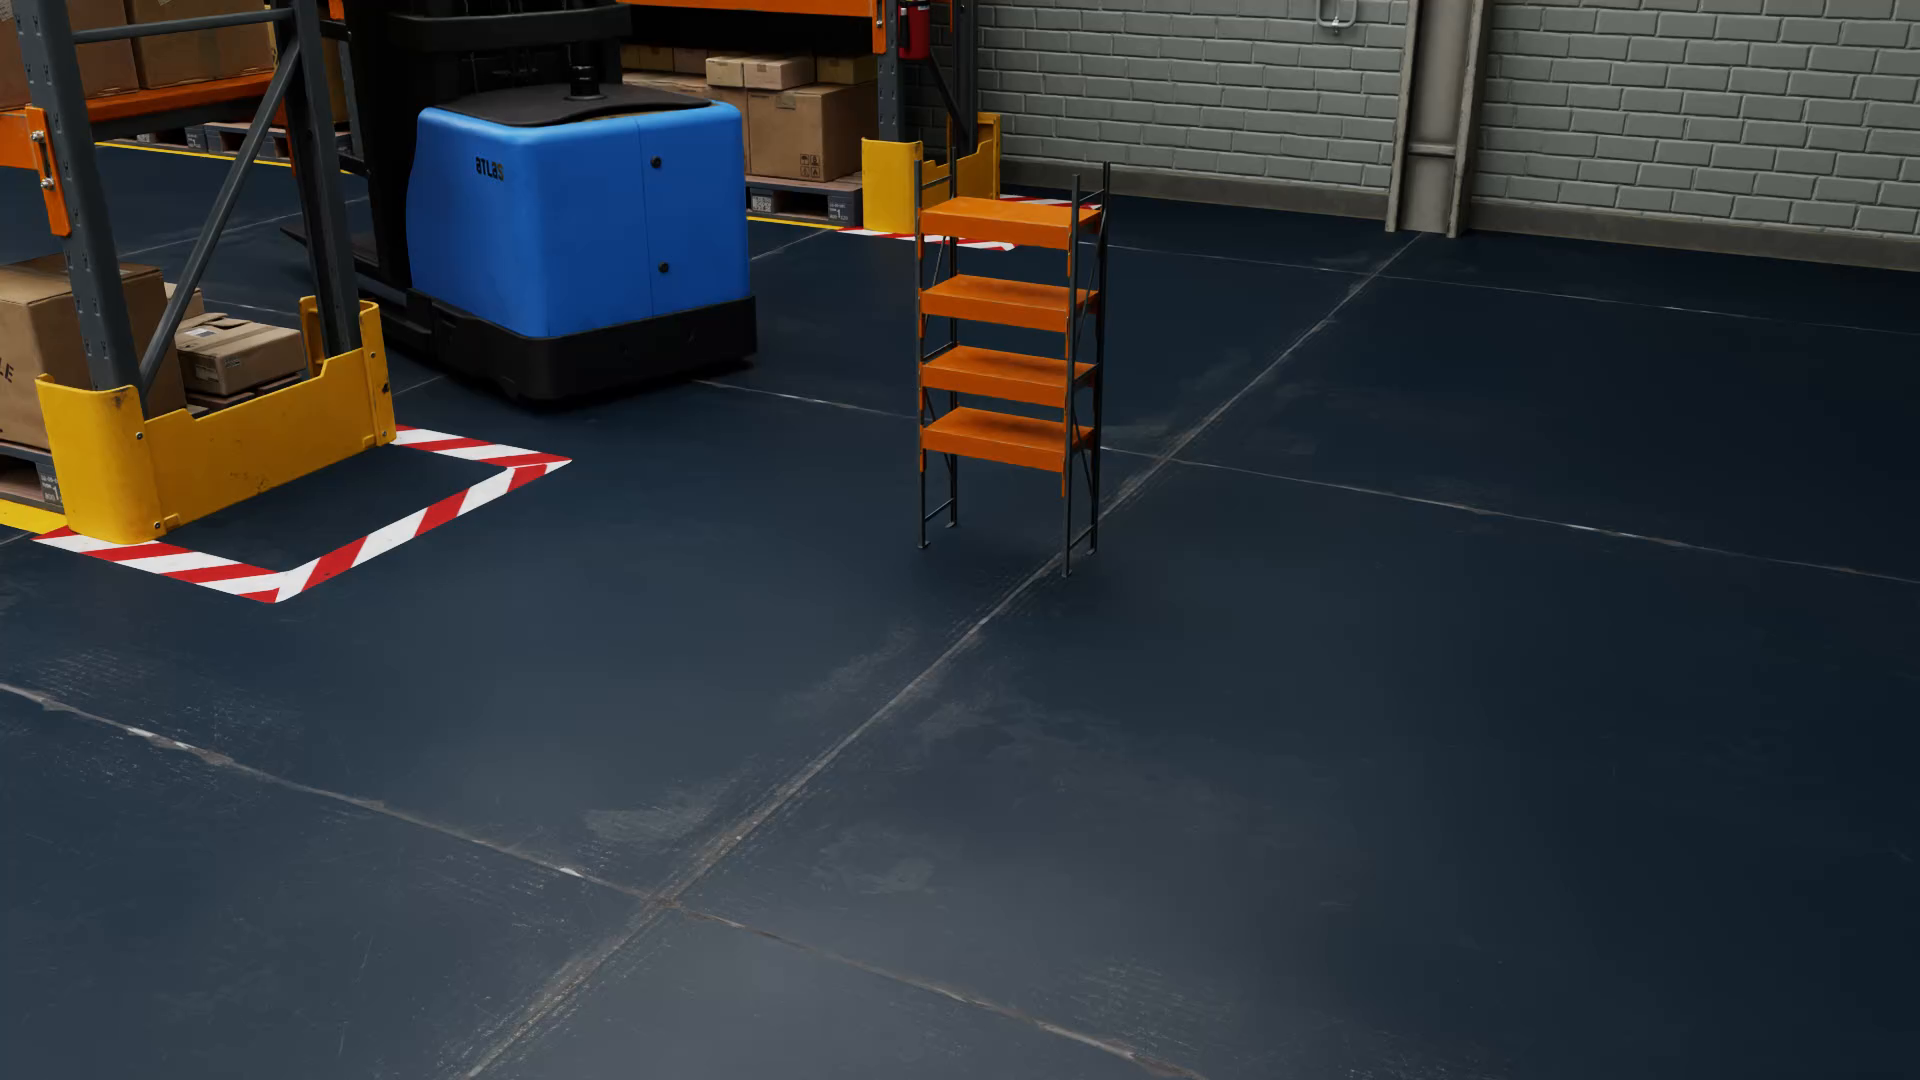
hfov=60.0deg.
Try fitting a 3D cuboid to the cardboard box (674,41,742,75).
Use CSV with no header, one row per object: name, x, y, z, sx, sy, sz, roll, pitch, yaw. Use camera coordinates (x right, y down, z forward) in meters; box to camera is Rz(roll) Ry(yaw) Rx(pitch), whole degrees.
cardboard box,-1.543,-2.963,10.214,0.250,0.149,0.380,12,26,25

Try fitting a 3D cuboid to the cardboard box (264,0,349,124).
cardboard box,-4.380,-3.287,11.356,0.750,0.750,0.750,12,26,25

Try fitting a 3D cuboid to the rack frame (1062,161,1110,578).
rack frame,0.365,-0.480,4.845,0.015,1.200,0.240,11,25,25

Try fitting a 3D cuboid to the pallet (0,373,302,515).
pallet,-3.183,-0.447,6.032,1.213,0.211,1.003,11,25,25

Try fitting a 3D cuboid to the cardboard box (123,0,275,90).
cardboard box,-2.681,-1.793,5.505,0.500,0.500,0.500,12,26,26

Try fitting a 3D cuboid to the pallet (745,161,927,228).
pallet,-0.921,-2.138,10.007,1.213,0.211,1.003,11,25,25

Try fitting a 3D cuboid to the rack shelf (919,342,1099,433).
rack shelf,0.148,-0.461,4.973,0.480,0.148,0.258,11,25,25

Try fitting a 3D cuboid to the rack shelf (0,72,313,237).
rack shelf,-4.189,-1.599,6.095,4.000,0.370,1.077,11,25,25

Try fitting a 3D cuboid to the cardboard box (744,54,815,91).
cardboard box,-1.039,-2.696,9.586,0.250,0.149,0.380,11,25,24

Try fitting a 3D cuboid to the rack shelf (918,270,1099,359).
rack shelf,0.148,-0.667,4.885,0.480,0.148,0.258,11,25,25

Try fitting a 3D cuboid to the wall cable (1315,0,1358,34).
wall cable,1.398,-3.879,9.240,1.851,1.984,0.084,11,25,25

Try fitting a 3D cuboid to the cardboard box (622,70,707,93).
cardboard box,-1.738,-2.616,10.225,0.500,0.500,0.700,10,25,23

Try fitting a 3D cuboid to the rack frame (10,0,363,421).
rack frame,-2.404,-1.577,5.124,0.127,3.000,1.000,11,25,25

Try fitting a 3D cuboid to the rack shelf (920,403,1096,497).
rack shelf,0.148,-0.278,5.050,0.480,0.148,0.258,11,25,25

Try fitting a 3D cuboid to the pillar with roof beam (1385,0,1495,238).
pillar with roof beam,0.685,-4.390,4.074,0.400,9.000,9.100,11,25,25

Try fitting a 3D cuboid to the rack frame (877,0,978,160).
rack frame,-0.172,-3.307,9.194,0.127,3.000,1.000,11,25,25

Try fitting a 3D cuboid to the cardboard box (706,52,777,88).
cardboard box,-1.267,-2.741,9.692,0.250,0.149,0.380,12,26,26

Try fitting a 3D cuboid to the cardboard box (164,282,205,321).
cardboard box,-3.207,-0.797,6.243,0.500,0.250,0.500,11,25,25

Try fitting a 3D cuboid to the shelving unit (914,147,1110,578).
shelving unit,0.148,-0.523,4.946,0.503,1.200,0.258,11,25,25

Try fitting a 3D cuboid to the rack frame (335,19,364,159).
rack frame,-3.742,-4.014,10.855,0.127,3.000,1.000,11,25,25

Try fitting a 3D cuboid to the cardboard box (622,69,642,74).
cardboard box,-2.217,-2.707,10.441,0.500,0.500,0.700,12,26,26

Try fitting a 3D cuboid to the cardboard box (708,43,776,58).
cardboard box,-1.316,-2.919,10.109,0.250,0.149,0.380,11,26,25

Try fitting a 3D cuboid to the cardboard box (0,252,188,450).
cardboard box,-3.000,-0.639,5.551,0.500,0.500,0.500,11,25,25

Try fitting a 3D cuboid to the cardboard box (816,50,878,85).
cardboard box,-0.640,-2.785,9.795,0.250,0.149,0.380,11,26,25

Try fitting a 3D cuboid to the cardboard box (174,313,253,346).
cardboard box,-2.845,-0.713,6.152,0.250,0.166,0.380,11,25,25

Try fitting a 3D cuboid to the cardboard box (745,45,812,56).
cardboard box,-1.092,-2.874,10.004,0.250,0.149,0.380,11,26,25

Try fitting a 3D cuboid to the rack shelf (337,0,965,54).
rack shelf,-1.957,-3.329,10.165,4.000,0.370,1.077,11,25,25

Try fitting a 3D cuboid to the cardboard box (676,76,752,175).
cardboard box,-1.288,-2.527,10.017,0.500,0.500,0.700,11,25,24

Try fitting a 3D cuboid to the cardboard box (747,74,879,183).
cardboard box,-0.842,-2.439,9.809,0.500,0.500,0.700,11,25,25

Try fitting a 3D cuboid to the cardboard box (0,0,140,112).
cardboard box,-2.926,-1.607,5.067,0.500,0.500,0.500,12,26,26

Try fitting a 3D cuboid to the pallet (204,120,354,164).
pallet,-4.464,-2.840,11.659,1.213,0.211,1.003,11,25,25

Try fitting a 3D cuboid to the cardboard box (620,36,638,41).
cardboard box,-2.229,-3.099,10.532,0.250,0.149,0.380,11,26,25

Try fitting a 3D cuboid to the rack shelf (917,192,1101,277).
rack shelf,0.148,-0.885,4.793,0.480,0.148,0.258,11,25,25

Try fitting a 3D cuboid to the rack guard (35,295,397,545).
rack guard,-2.472,-0.440,5.645,0.348,0.500,1.175,11,25,25

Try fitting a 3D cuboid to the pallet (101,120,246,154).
pallet,-5.557,-3.055,12.164,1.213,0.211,1.003,11,25,25

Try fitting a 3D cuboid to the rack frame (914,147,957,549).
rack frame,-0.070,-0.566,5.048,0.015,1.200,0.240,11,25,25

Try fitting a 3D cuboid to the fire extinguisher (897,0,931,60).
fire extinguisher,-0.246,-2.912,8.840,0.183,0.674,0.296,11,25,25

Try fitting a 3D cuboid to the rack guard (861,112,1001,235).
rack guard,-0.151,-2.153,9.673,0.348,0.500,1.175,11,25,25

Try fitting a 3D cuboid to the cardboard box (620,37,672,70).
cardboard box,-1.998,-3.053,10.425,0.250,0.149,0.380,11,25,24

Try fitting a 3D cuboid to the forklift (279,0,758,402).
forklift,-2.195,-2.376,7.092,1.130,2.935,3.031,-19,30,-38

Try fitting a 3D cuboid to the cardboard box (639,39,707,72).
cardboard box,-1.772,-3.008,10.320,0.250,0.149,0.380,11,26,25

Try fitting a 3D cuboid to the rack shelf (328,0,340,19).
rack shelf,-5.527,-4.036,11.826,4.000,0.370,1.077,11,25,25

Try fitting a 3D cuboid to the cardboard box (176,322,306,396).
cardboard box,-2.622,-0.661,6.052,0.250,0.149,0.380,11,25,25
